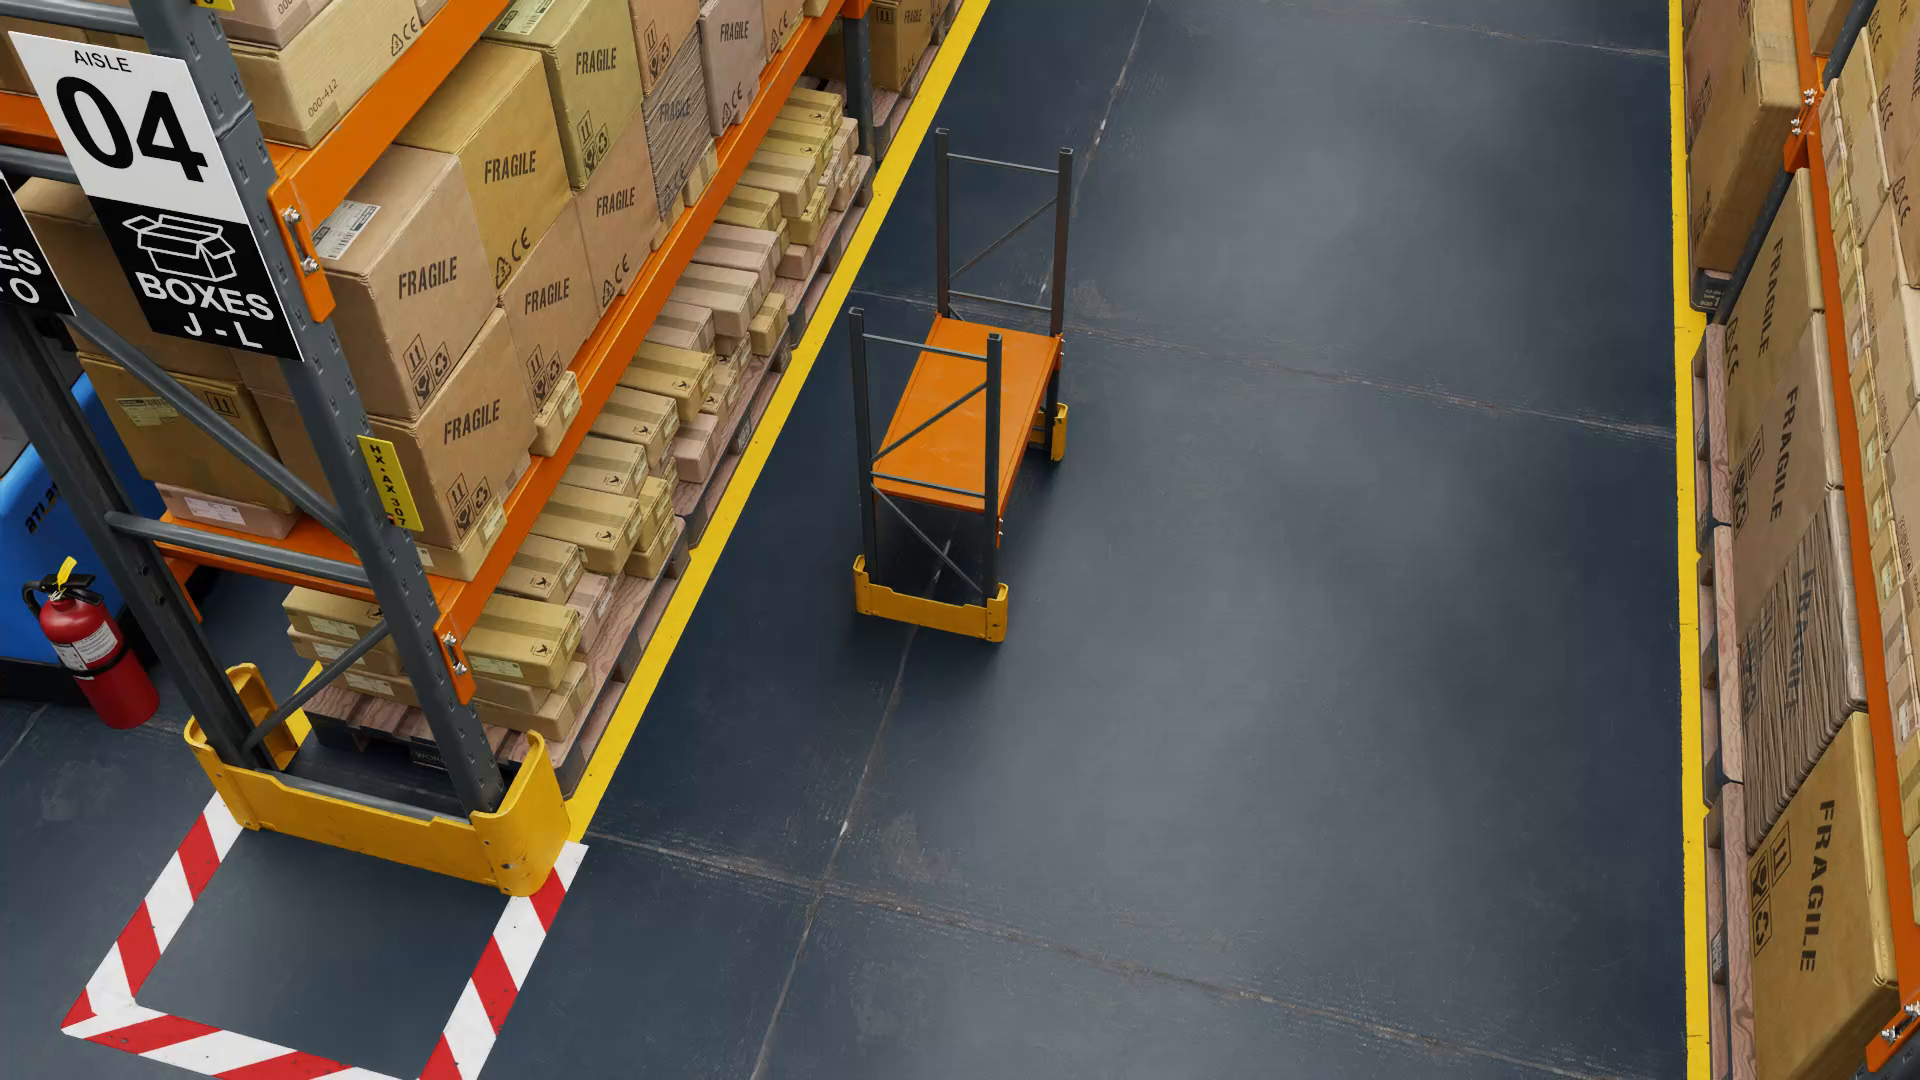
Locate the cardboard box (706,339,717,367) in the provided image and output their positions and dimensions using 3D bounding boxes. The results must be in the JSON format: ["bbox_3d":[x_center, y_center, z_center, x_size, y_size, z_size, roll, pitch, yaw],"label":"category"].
[{"bbox_3d":[-1.215,-0.738,6.742,0.380,0.149,0.250,14,50,12],"label":"cardboard box"}]

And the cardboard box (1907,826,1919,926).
[{"bbox_3d":[2.566,0.851,4.084,0.380,0.149,0.250,12,50,11],"label":"cardboard box"}]

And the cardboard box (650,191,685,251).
[{"bbox_3d":[-1.205,-1.186,5.883,0.380,0.149,0.250,13,50,11],"label":"cardboard box"}]

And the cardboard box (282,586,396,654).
[{"bbox_3d":[-2.073,0.213,5.704,0.380,0.149,0.250,12,50,10],"label":"cardboard box"}]

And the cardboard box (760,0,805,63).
[{"bbox_3d":[-0.908,-2.205,6.349,0.500,0.500,0.500,10,49,9],"label":"cardboard box"}]

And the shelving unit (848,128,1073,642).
[{"bbox_3d":[0.020,-0.551,6.155,0.587,1.500,1.083,12,50,10],"label":"shelving unit"}]

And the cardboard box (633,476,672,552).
[{"bbox_3d":[-1.305,-0.129,6.205,0.380,0.149,0.250,13,50,11],"label":"cardboard box"}]

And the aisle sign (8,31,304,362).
[{"bbox_3d":[-1.698,-0.709,3.560,0.394,0.787,0.004,12,50,10],"label":"aisle sign"}]

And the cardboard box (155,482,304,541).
[{"bbox_3d":[-2.155,-0.170,4.985,0.380,0.149,0.250,12,50,10],"label":"cardboard box"}]

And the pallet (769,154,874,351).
[{"bbox_3d":[-1.058,-1.439,7.798,1.003,0.211,1.213,12,50,10],"label":"pallet"}]

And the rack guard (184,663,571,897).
[{"bbox_3d":[-1.948,0.811,5.620,1.175,0.500,0.348,12,50,10],"label":"rack guard"}]

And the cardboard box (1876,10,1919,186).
[{"bbox_3d":[3.333,-1.449,5.348,0.500,0.500,0.500,12,50,10],"label":"cardboard box"}]

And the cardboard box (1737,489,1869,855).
[{"bbox_3d":[3.121,0.518,5.348,0.875,0.875,0.875,12,50,10],"label":"cardboard box"}]

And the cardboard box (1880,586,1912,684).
[{"bbox_3d":[2.767,0.300,4.571,0.380,0.149,0.250,12,50,11],"label":"cardboard box"}]

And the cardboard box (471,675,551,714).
[{"bbox_3d":[-1.583,0.416,5.724,0.380,0.149,0.250,13,50,12],"label":"cardboard box"}]

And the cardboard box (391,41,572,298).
[{"bbox_3d":[-1.467,-1.062,4.674,0.500,0.500,0.500,13,50,11],"label":"cardboard box"}]

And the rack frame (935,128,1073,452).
[{"bbox_3d":[0.156,-0.926,6.486,0.500,1.500,0.032,12,50,10],"label":"rack frame"}]

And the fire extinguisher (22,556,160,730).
[{"bbox_3d":[-2.480,0.279,4.722,0.296,0.674,0.183,12,50,10],"label":"fire extinguisher"}]

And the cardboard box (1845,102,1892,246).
[{"bbox_3d":[3.331,-1.204,5.633,0.500,0.250,0.500,11,50,10],"label":"cardboard box"}]

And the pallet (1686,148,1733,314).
[{"bbox_3d":[3.973,-1.453,7.810,1.003,0.211,1.213,12,50,10],"label":"pallet"}]

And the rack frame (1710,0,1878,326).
[{"bbox_3d":[3.843,-1.803,6.259,1.000,3.000,0.127,12,50,10],"label":"rack frame"}]

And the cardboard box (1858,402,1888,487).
[{"bbox_3d":[2.969,-0.254,5.060,0.380,0.149,0.250,12,50,11],"label":"cardboard box"}]

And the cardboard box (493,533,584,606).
[{"bbox_3d":[-1.546,0.111,5.795,0.380,0.149,0.250,12,50,11],"label":"cardboard box"}]

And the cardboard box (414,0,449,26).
[{"bbox_3d":[-1.461,-1.558,4.143,0.500,0.250,0.500,13,50,11],"label":"cardboard box"}]

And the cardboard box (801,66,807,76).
[{"bbox_3d":[-0.964,-2.751,8.484,0.500,0.500,0.500,11,49,9],"label":"cardboard box"}]

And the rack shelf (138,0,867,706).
[{"bbox_3d":[-1.442,-1.170,6.180,1.077,0.370,4.000,12,50,10],"label":"rack shelf"}]

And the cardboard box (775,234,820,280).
[{"bbox_3d":[-0.846,-1.324,7.458,0.380,0.149,0.250,10,49,9],"label":"cardboard box"}]

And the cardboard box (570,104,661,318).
[{"bbox_3d":[-1.326,-1.107,5.380,0.500,0.500,0.500,12,50,11],"label":"cardboard box"}]

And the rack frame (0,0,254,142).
[{"bbox_3d":[-1.968,-1.946,2.385,1.000,3.000,0.127,12,50,10],"label":"rack frame"}]

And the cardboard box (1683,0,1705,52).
[{"bbox_3d":[4.452,-2.993,8.447,1.225,0.875,0.875,12,50,10],"label":"cardboard box"}]

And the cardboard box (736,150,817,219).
[{"bbox_3d":[-0.846,-1.564,7.273,0.380,0.149,0.250,11,50,10],"label":"cardboard box"}]

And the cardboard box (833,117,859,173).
[{"bbox_3d":[-0.692,-1.858,7.731,0.380,0.149,0.250,12,50,11],"label":"cardboard box"}]

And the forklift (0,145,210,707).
[{"bbox_3d":[-3.343,-1.488,6.027,1.130,2.935,3.031,7,49,6],"label":"forklift"}]

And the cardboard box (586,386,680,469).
[{"bbox_3d":[-1.289,-0.440,6.281,0.380,0.149,0.250,13,50,12],"label":"cardboard box"}]

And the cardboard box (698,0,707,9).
[{"bbox_3d":[-1.058,-2.181,5.661,0.500,0.500,0.500,13,50,11],"label":"cardboard box"}]

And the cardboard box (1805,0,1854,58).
[{"bbox_3d":[3.703,-2.228,6.568,0.500,0.500,0.500,12,50,10],"label":"cardboard box"}]

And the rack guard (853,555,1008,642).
[{"bbox_3d":[-0.111,0.222,6.306,0.587,0.250,0.087,12,50,10],"label":"rack guard"}]

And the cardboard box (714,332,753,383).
[{"bbox_3d":[-1.096,-0.775,6.974,0.380,0.149,0.250,12,50,11],"label":"cardboard box"}]

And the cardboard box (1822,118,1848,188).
[{"bbox_3d":[3.375,-1.381,6.055,0.380,0.149,0.250,10,49,9],"label":"cardboard box"}]

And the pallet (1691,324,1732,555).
[{"bbox_3d":[3.567,-0.345,6.833,1.003,0.211,1.213,12,50,10],"label":"pallet"}]

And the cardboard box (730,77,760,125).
[{"bbox_3d":[-0.990,-1.745,6.376,0.380,0.149,0.250,10,49,8],"label":"cardboard box"}]

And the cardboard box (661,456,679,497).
[{"bbox_3d":[-1.325,-0.226,6.489,0.380,0.149,0.250,12,50,10],"label":"cardboard box"}]

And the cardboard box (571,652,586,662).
[{"bbox_3d":[-1.532,0.322,6.005,0.380,0.149,0.250,11,50,10],"label":"cardboard box"}]

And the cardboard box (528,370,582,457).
[{"bbox_3d":[-1.417,-0.424,5.210,0.380,0.149,0.250,10,49,9],"label":"cardboard box"}]

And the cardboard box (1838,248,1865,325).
[{"bbox_3d":[3.172,-0.815,5.555,0.380,0.149,0.250,11,49,10],"label":"cardboard box"}]

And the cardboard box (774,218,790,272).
[{"bbox_3d":[-0.965,-1.300,7.239,0.380,0.149,0.250,12,50,10],"label":"cardboard box"}]

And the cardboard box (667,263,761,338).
[{"bbox_3d":[-1.030,-0.980,6.758,0.380,0.149,0.250,10,49,9],"label":"cardboard box"}]

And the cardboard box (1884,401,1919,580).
[{"bbox_3d":[2.929,-0.096,4.655,0.500,0.250,0.500,10,49,9],"label":"cardboard box"}]
